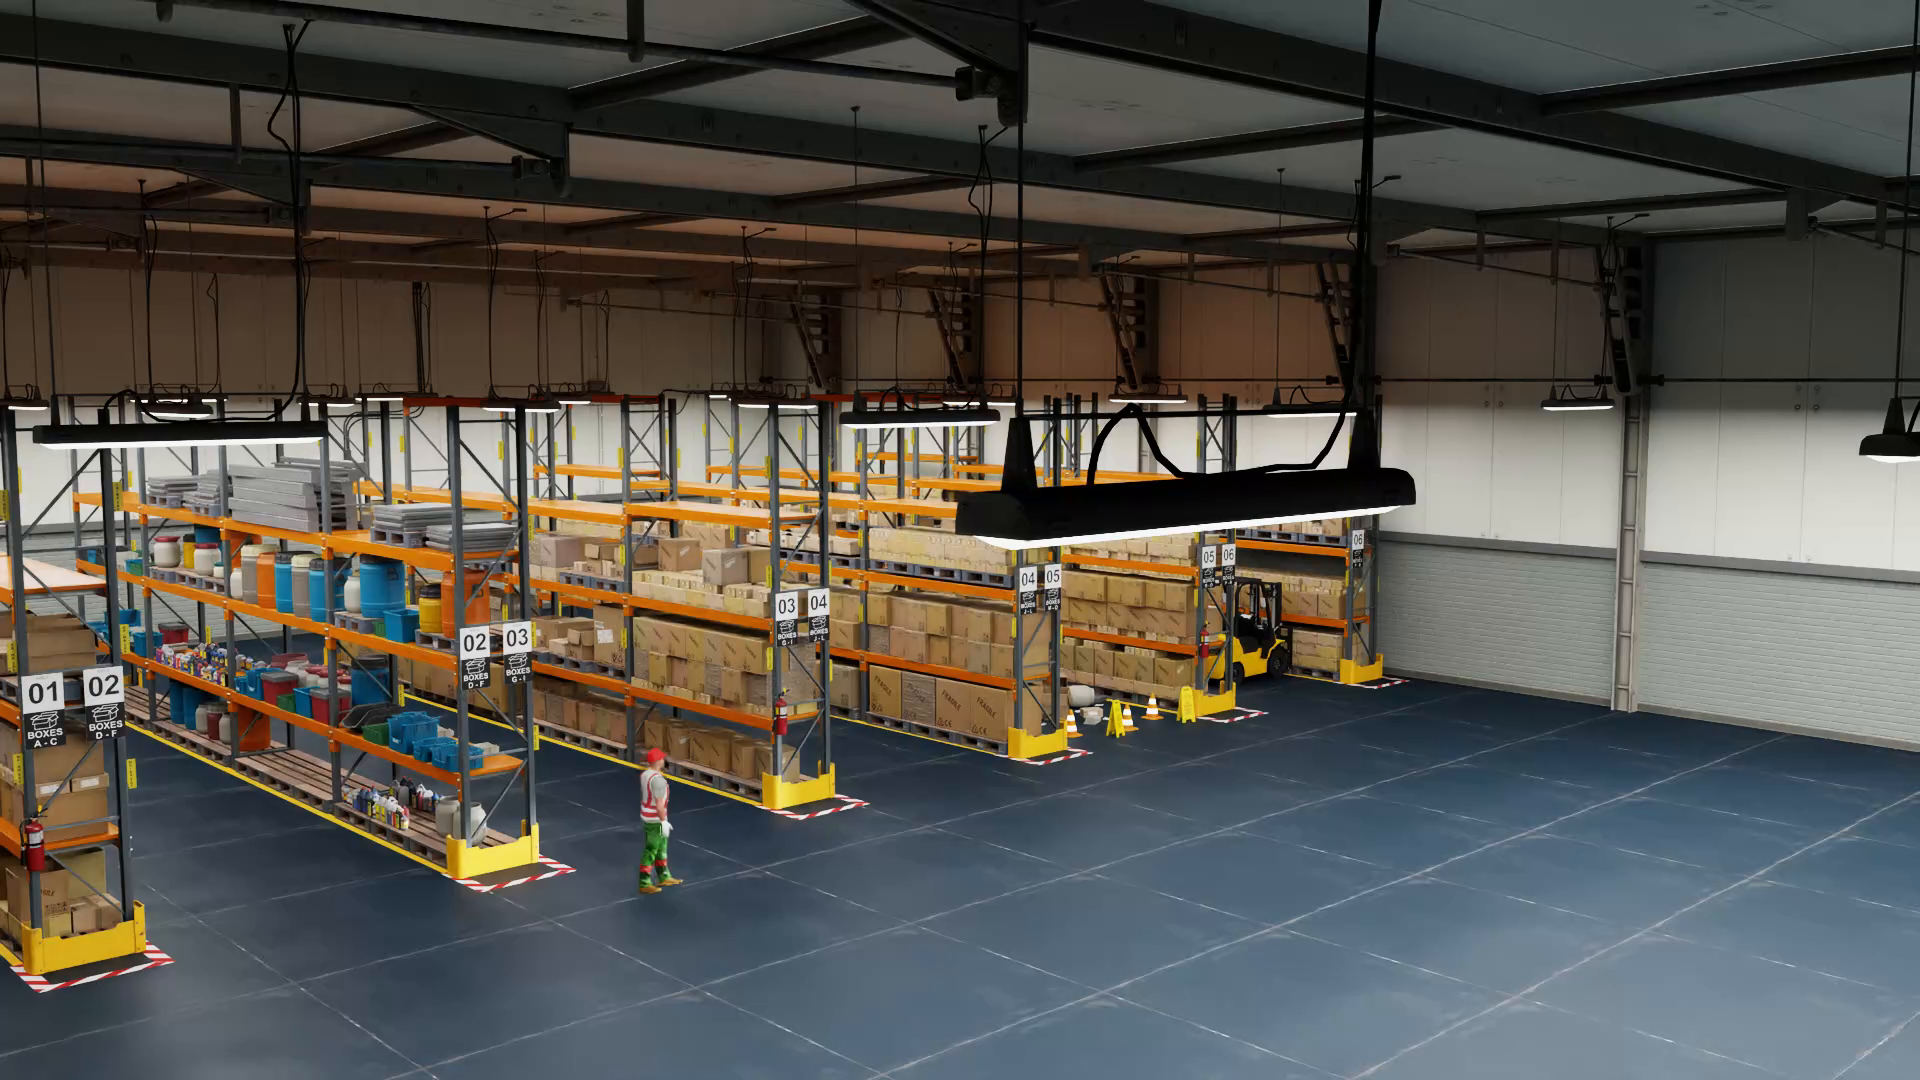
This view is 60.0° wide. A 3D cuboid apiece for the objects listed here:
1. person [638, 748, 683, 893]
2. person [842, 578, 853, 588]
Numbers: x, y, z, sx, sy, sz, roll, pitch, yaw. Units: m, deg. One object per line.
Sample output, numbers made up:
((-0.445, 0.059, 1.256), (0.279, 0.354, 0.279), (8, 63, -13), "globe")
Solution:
((-3.709, 3.458, 20.584), (0.583, 1.789, 0.617), (-2, 6, -18), "person")
((-2.537, 1.630, 37.157), (0.527, 1.681, 0.407), (3, 6, 27), "person")
